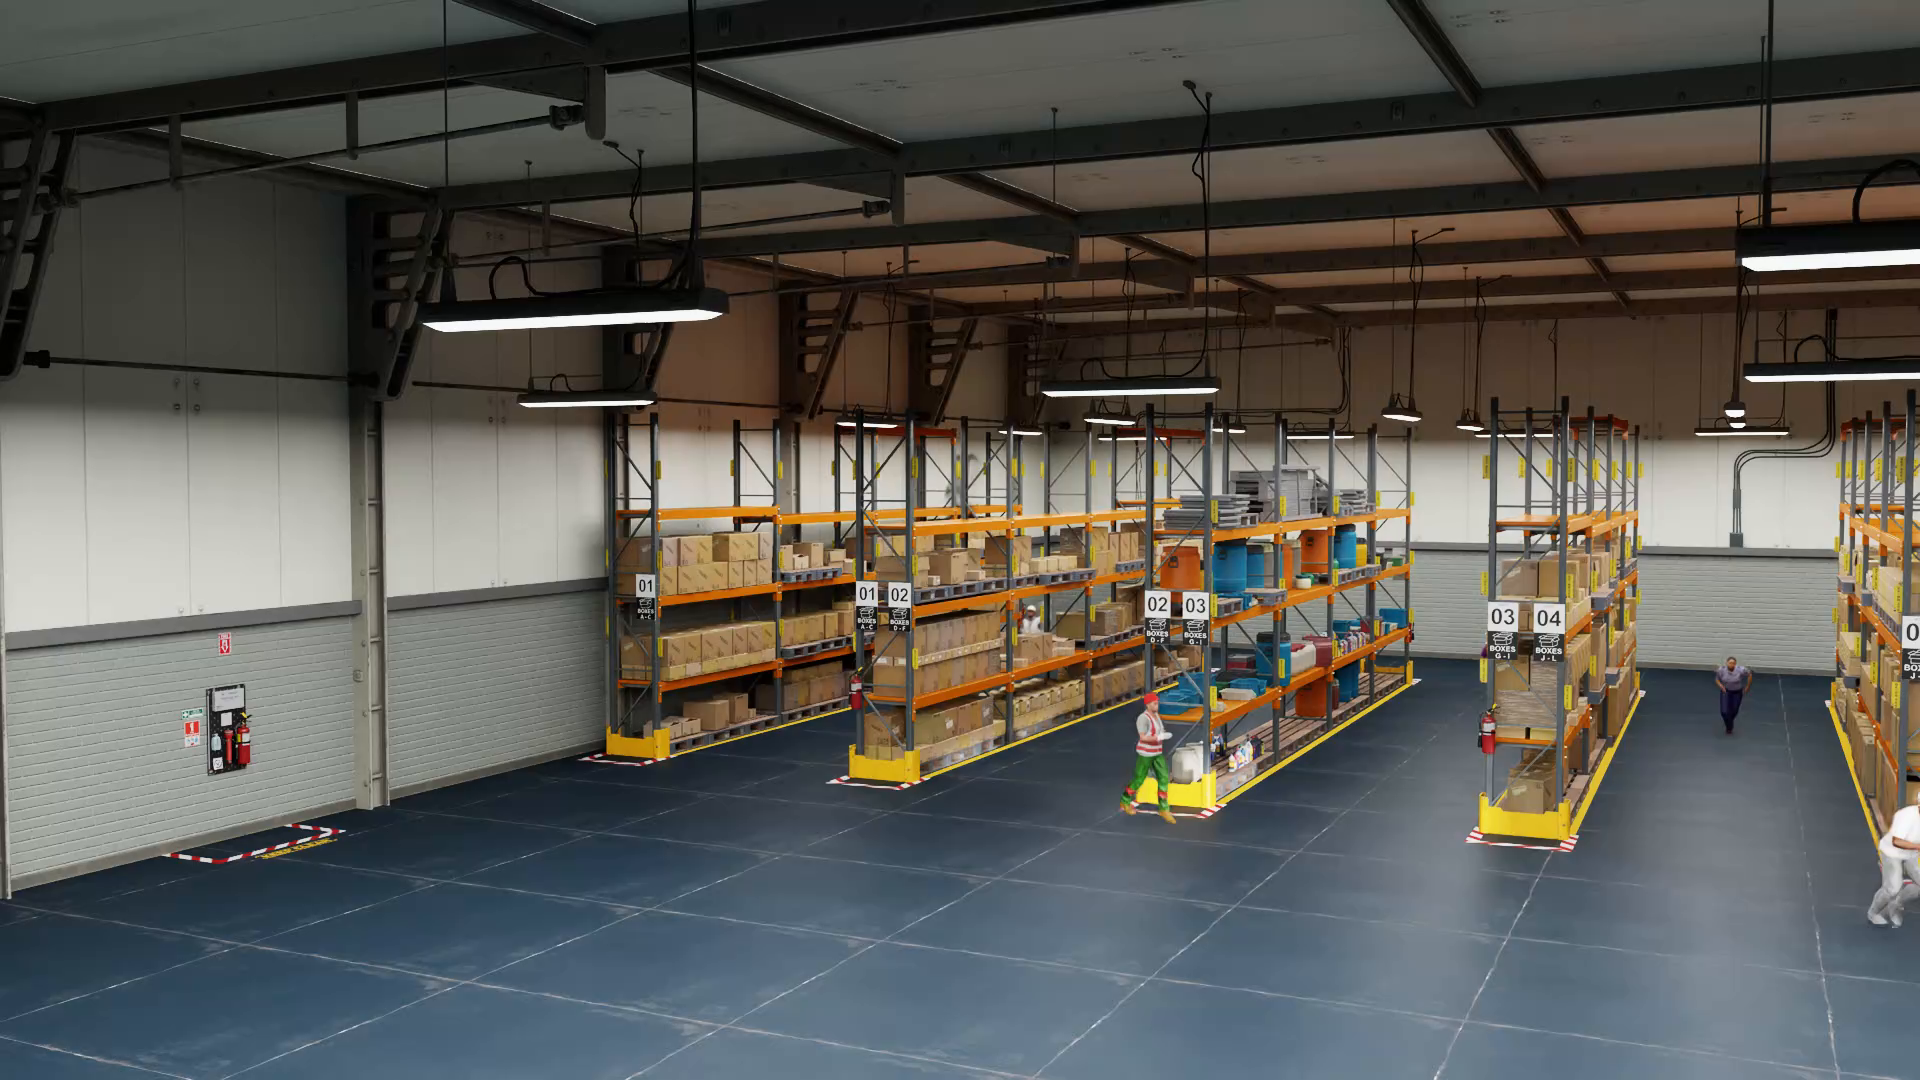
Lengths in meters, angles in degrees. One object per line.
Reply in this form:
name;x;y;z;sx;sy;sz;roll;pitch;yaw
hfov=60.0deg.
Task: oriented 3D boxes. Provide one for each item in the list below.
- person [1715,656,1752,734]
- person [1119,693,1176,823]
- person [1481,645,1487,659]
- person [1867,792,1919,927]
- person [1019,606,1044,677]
person;14.674;2.940;31.544;0.631;1.515;0.786;1;3;26
person;2.684;3.085;23.748;0.904;1.825;0.652;2;3;42
person;10.968;2.750;33.931;0.694;1.689;0.782;1;3;26
person;10.284;3.432;17.997;0.738;1.590;0.916;-1;3;-21
person;1.725;2.455;40.212;0.659;1.729;0.578;1;3;19
